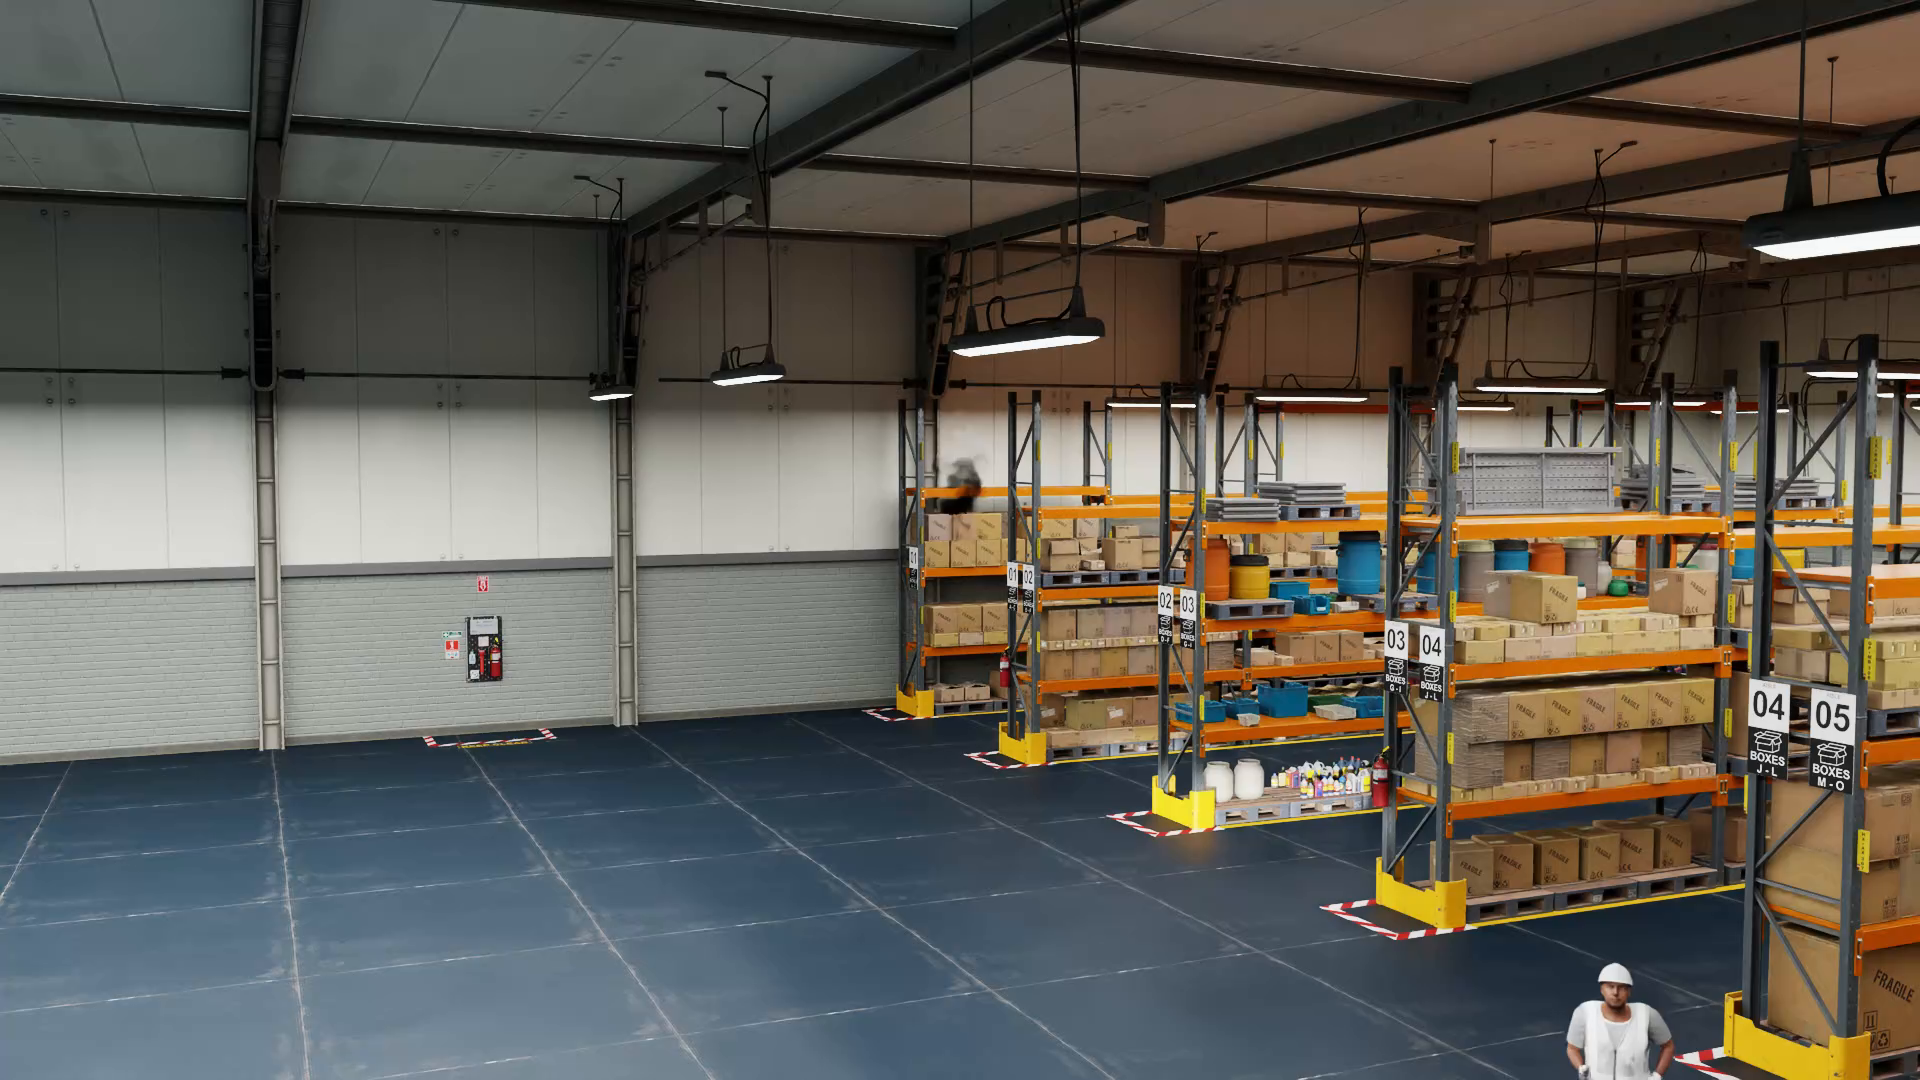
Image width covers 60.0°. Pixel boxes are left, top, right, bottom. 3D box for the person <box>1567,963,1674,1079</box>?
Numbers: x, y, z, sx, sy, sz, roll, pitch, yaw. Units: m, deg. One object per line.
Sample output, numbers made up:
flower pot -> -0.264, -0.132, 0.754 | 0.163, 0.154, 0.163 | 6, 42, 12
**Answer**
person -> 4.284, 3.638, 10.842 | 0.653, 1.735, 0.615 | 2, 4, 26
